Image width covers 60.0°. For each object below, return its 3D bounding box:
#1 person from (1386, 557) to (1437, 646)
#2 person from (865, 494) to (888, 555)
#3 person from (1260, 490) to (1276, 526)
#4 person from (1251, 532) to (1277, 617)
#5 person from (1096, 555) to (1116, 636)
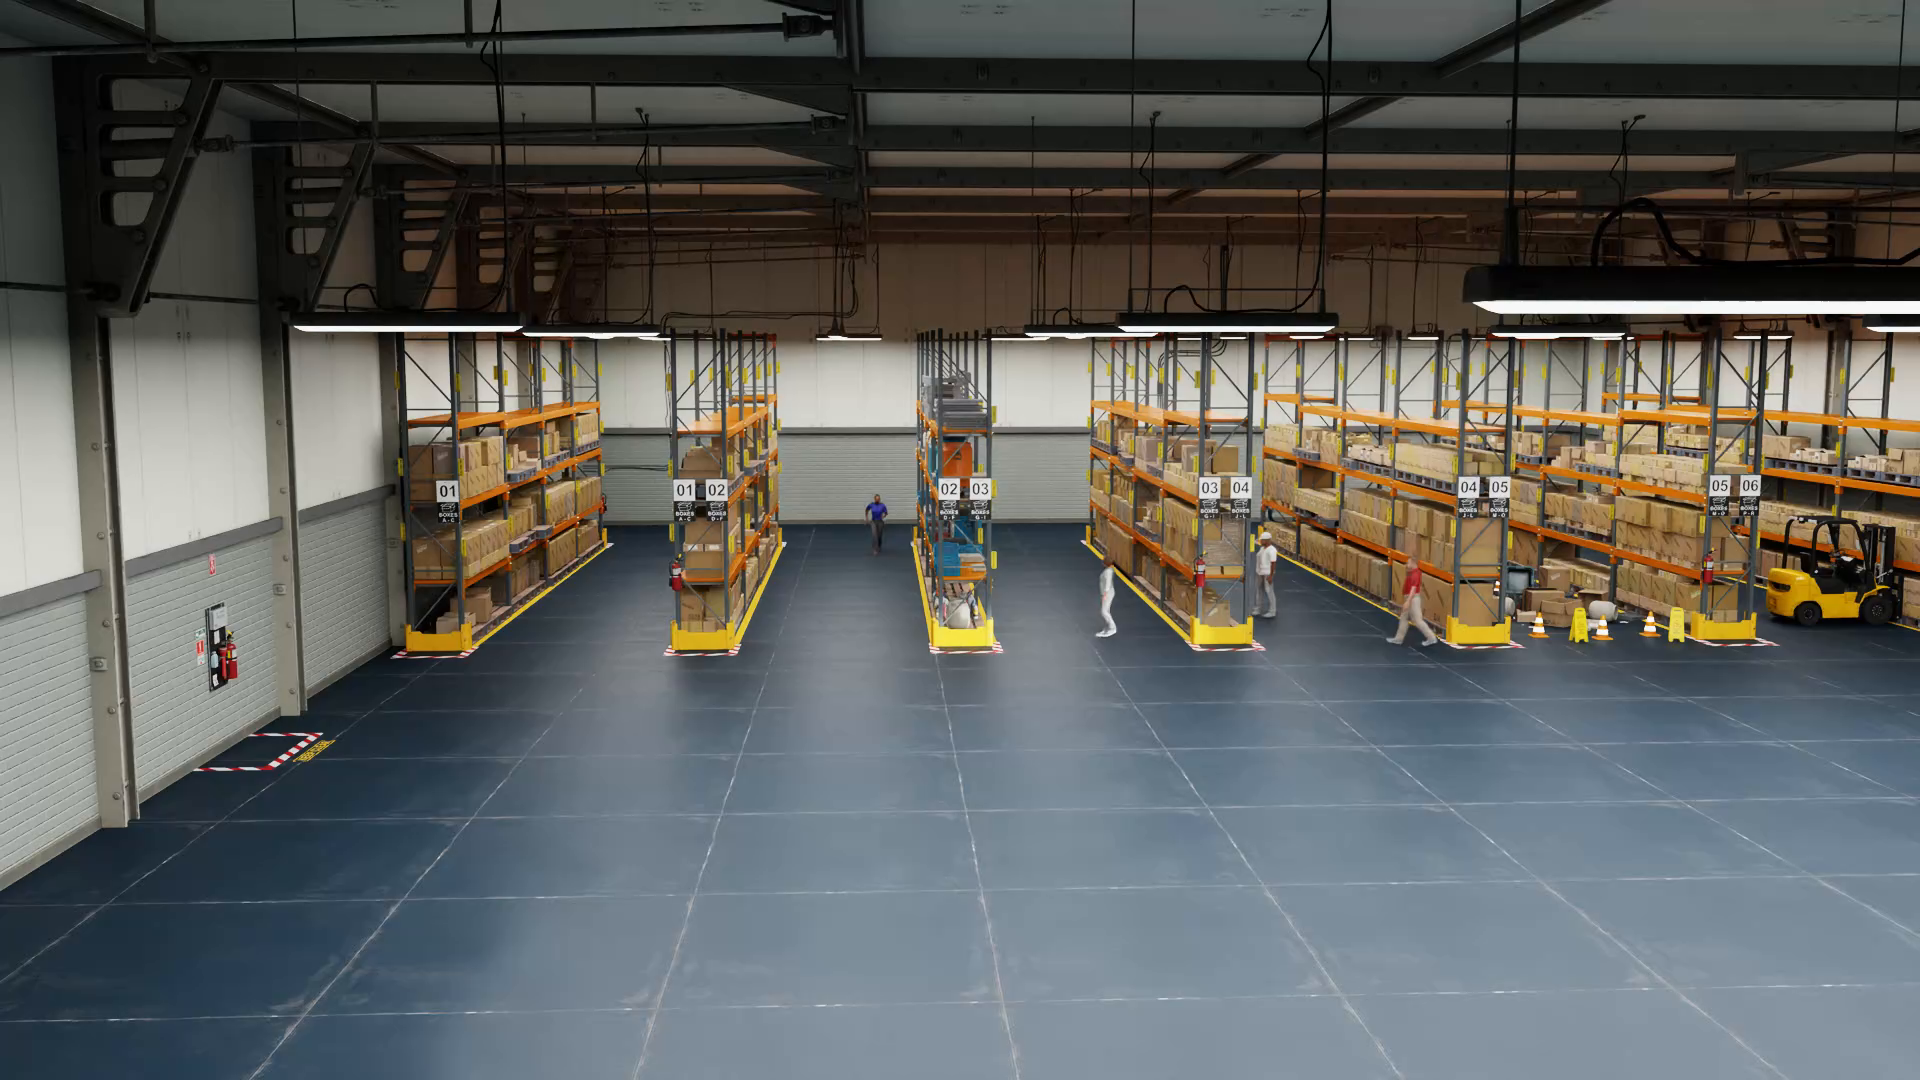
[{"bbox_3d":[8.578,1.168,31.513,0.976,1.692,0.571,3,7,22],"label":"person"},{"bbox_3d":[-2.263,-0.439,45.194,0.625,1.609,1.028,0,7,-1],"label":"person"},{"bbox_3d":[9.387,-1.052,50.864,0.435,1.544,0.845,5,8,34],"label":"person"},{"bbox_3d":[6.402,0.714,35.040,0.477,1.764,0.615,-5,8,-35],"label":"person"},{"bbox_3d":[2.867,1.098,32.545,0.367,1.609,0.462,-1,7,-7],"label":"person"}]
